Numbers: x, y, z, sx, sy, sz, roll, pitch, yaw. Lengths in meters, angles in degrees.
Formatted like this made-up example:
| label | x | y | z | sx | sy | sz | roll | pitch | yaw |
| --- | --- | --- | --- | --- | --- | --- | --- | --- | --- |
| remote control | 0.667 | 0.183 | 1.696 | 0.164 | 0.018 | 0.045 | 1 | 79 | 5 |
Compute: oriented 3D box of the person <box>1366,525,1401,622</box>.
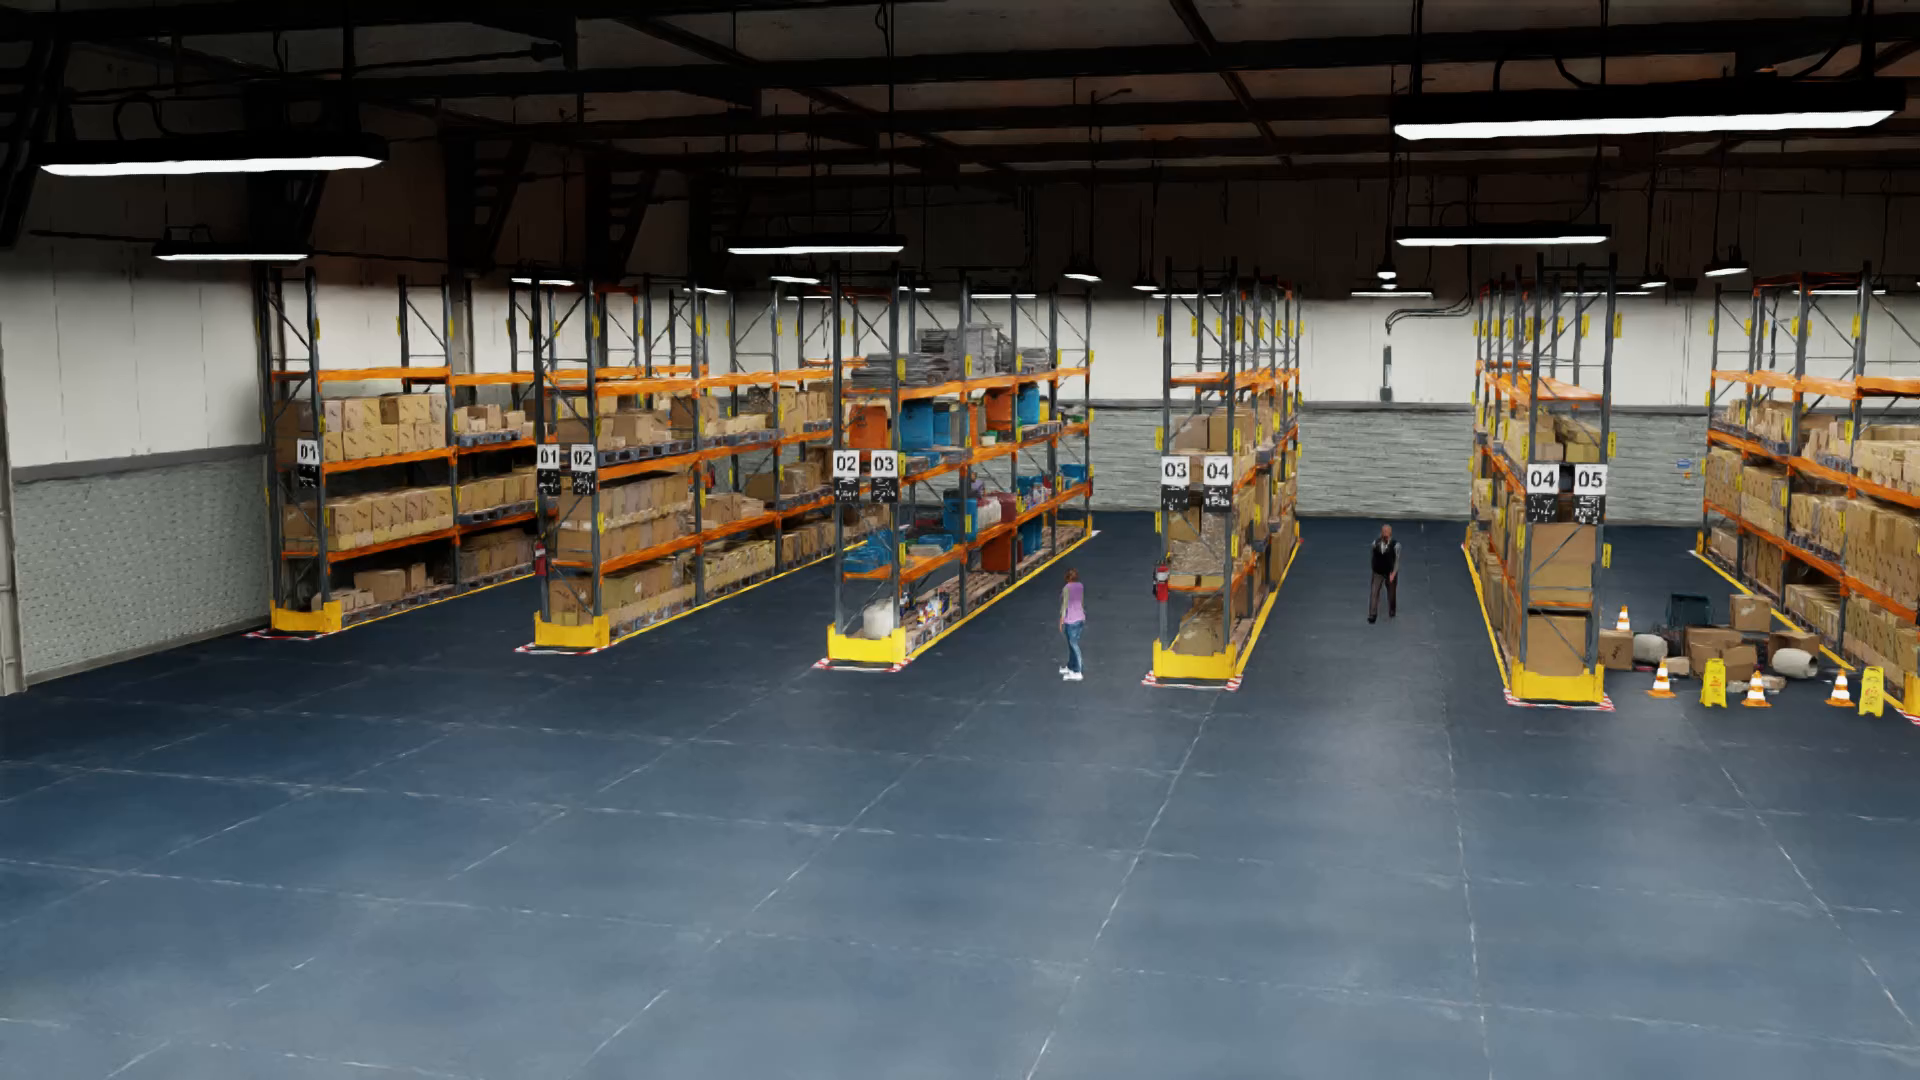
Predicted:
| label | x | y | z | sx | sy | sz | roll | pitch | yaw |
| --- | --- | --- | --- | --- | --- | --- | --- | --- | --- |
| person | 7.285 | 0.564 | 28.481 | 0.538 | 1.662 | 1.032 | 3 | 8 | 23 |

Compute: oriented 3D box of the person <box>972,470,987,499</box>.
| label | x | y | z | sx | sy | sz | roll | pitch | yaw |
| --- | --- | --- | --- | --- | --- | --- | --- | --- | --- |
| person | 0.342 | -0.909 | 40.515 | 0.625 | 1.581 | 0.517 | 2 | 7 | 12 |

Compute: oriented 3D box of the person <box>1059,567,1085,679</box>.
| label | x | y | z | sx | sy | sz | roll | pitch | yaw |
| --- | --- | --- | --- | --- | --- | --- | --- | --- | --- |
| person | 1.602 | 1.172 | 23.926 | 0.536 | 1.590 | 0.534 | 5 | 9 | 37 |
